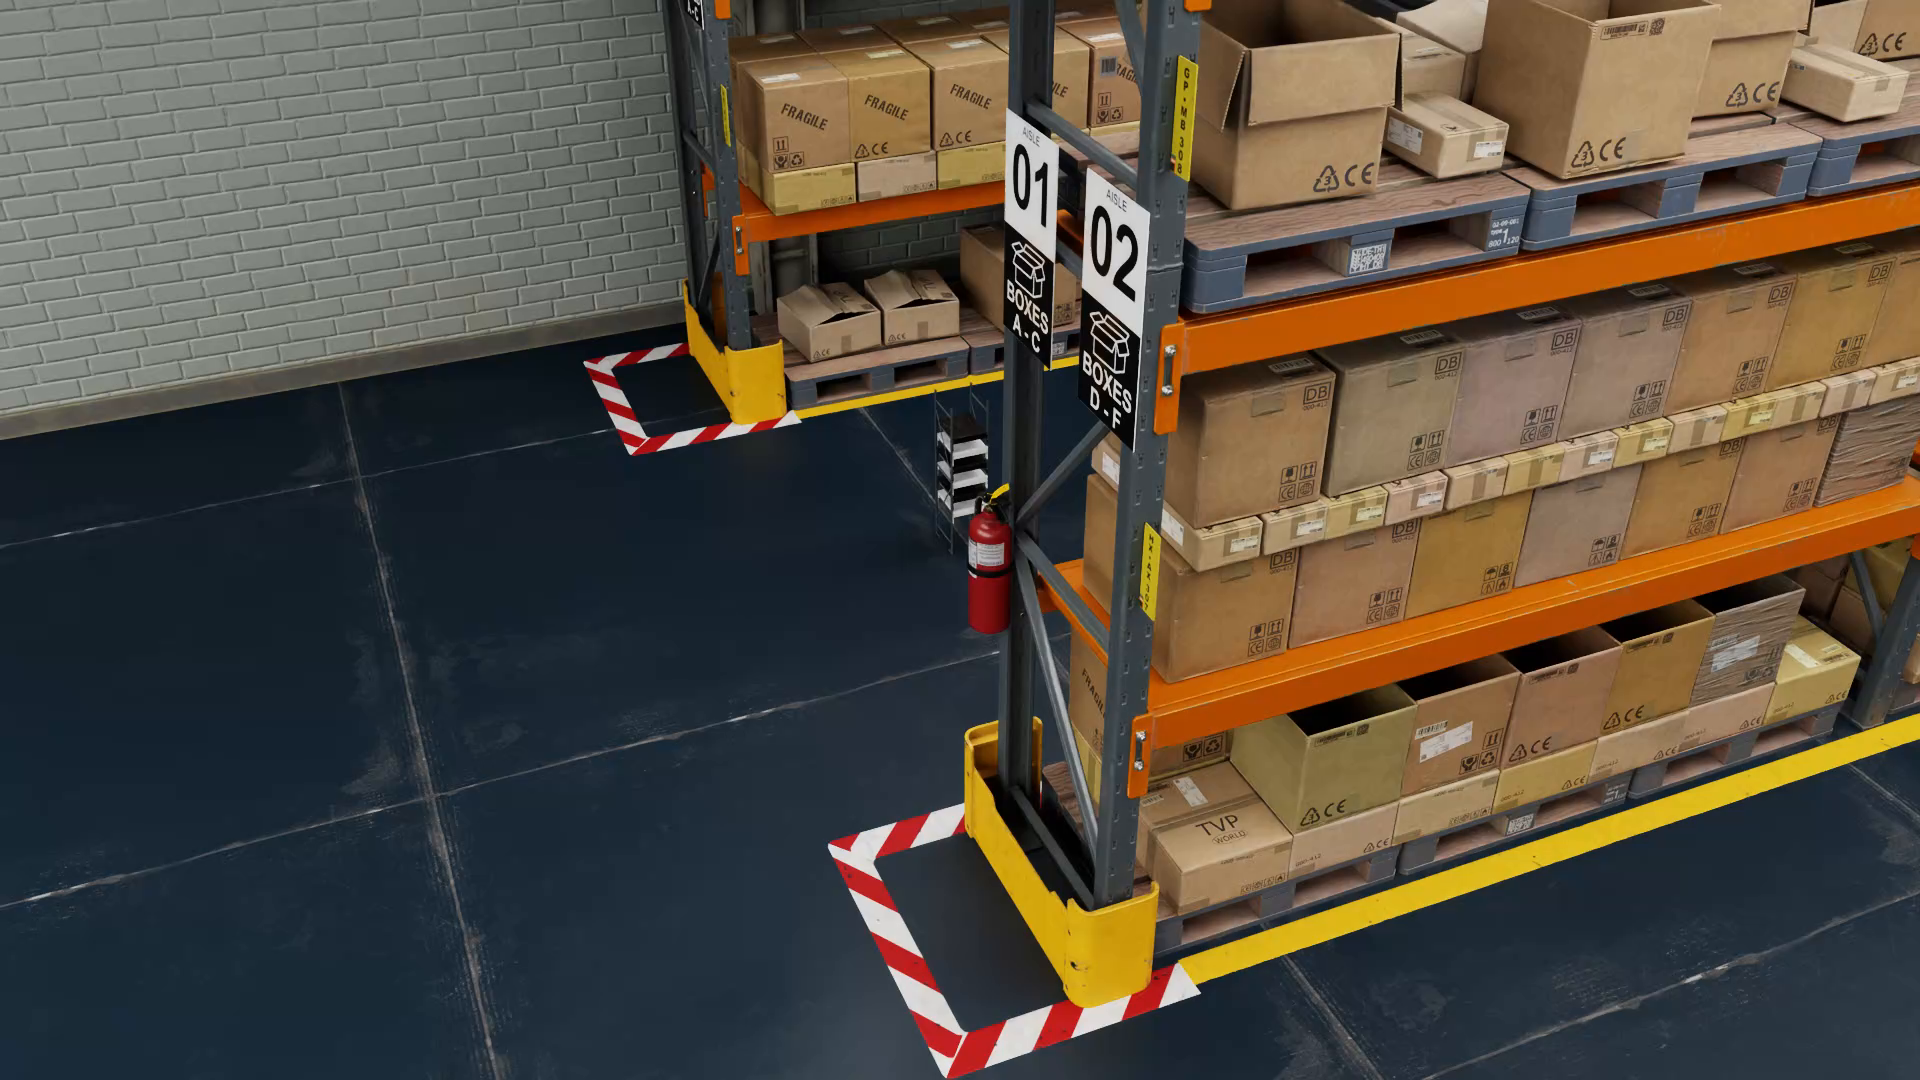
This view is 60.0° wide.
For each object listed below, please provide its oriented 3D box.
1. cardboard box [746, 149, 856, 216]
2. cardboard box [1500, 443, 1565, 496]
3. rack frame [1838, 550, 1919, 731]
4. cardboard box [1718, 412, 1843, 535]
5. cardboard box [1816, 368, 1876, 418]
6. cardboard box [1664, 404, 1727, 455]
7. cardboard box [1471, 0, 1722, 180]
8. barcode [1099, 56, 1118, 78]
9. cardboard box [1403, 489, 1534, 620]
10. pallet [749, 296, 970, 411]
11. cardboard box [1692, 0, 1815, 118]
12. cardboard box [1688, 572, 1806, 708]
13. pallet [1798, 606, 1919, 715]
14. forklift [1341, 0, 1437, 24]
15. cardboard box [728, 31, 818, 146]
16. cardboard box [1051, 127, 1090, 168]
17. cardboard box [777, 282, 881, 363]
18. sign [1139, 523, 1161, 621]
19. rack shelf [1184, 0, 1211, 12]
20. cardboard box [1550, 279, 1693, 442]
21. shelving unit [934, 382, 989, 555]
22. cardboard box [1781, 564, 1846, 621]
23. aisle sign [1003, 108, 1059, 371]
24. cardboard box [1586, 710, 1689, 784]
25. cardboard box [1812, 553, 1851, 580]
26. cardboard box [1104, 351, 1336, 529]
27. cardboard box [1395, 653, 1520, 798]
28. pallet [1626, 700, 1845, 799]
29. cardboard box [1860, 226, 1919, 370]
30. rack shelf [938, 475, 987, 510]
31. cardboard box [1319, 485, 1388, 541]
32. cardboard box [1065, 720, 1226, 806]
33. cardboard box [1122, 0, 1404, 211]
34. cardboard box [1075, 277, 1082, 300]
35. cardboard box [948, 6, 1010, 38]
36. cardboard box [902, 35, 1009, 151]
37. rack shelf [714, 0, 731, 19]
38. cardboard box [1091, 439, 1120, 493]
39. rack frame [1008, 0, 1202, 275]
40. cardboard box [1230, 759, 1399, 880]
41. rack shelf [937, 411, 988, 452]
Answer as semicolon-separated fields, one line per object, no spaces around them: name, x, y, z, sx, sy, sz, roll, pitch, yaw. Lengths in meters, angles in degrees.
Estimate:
cardboard box;-0.942;-2.159;9.855;0.500;0.250;0.500;-14;36;-20
cardboard box;2.038;-0.341;6.255;0.250;0.149;0.380;-13;35;-20
rack frame;4.094;-0.624;7.377;0.127;3.000;1.000;-13;35;-19
cardboard box;3.204;-0.455;7.025;0.500;0.500;0.700;-13;35;-19
cardboard box;3.457;-0.665;6.754;0.250;0.149;0.380;-14;36;-20
cardboard box;2.755;-0.506;6.508;0.250;0.149;0.380;-12;35;-18
cardboard box;2.043;-1.527;5.409;0.500;0.500;0.500;-13;35;-19
barcode;0.498;-1.587;5.574;0.075;0.075;0.001;-13;35;-19
cardboard box;1.784;-0.129;6.524;0.500;0.500;0.700;-13;35;-19
pallet;-0.682;-1.271;10.928;1.213;0.211;1.003;-13;35;-19
cardboard box;2.527;-1.875;5.941;0.637;0.503;0.797;-9;34;-14
cardboard box;3.286;0.345;7.335;0.500;0.500;0.500;-13;35;-19
pallet;4.759;0.369;8.407;1.213;0.211;1.003;-13;35;-19
forklift;2.797;-1.690;9.077;3.031;2.935;1.130;-10;34;-16
cardboard box;-1.163;-2.736;10.055;0.500;0.500;0.500;-13;35;-19
cardboard box;0.470;-2.486;10.357;0.500;0.250;0.500;-13;35;-19
cardboard box;-0.842;-1.428;10.675;0.500;0.311;0.500;-17;37;-24
sign;0.616;0.104;5.391;0.005;0.325;0.100;-13;35;-19
rack shelf;2.250;-2.247;5.397;4.000;0.370;1.077;-13;35;-19
cardboard box;2.299;-0.795;6.359;0.500;0.500;0.700;-13;35;-19
shelving unit;0.007;-0.379;8.925;0.210;0.900;0.258;-13;35;-19
cardboard box;4.364;0.119;8.371;0.500;0.250;0.500;-13;35;-19
aisle sign;0.232;-1.003;5.576;0.004;0.787;0.394;-13;35;-19
cardboard box;2.831;0.774;7.365;0.500;0.250;0.500;-13;35;-19
cardboard box;4.357;-0.113;8.213;0.500;0.311;0.500;-13;35;-19
cardboard box;0.890;-0.469;5.857;0.500;0.500;0.700;-13;35;-19
cardboard box;1.903;0.662;6.848;0.500;0.500;0.500;-13;35;-19
pallet;3.345;0.691;7.912;1.213;0.211;1.003;-13;35;-19
cardboard box;3.688;-1.113;6.847;0.500;0.500;0.700;-13;35;-19
rack shelf;0.007;-0.276;8.992;0.200;0.077;0.258;-13;35;-19
cardboard box;1.324;-0.177;6.004;0.250;0.149;0.380;-13;35;-19
cardboard box;0.786;0.935;7.117;0.500;0.250;0.500;-13;35;-19
cardboard box;0.938;-1.434;5.263;0.637;0.503;0.797;-10;34;-16
cardboard box;0.691;-1.776;11.358;0.250;0.149;0.380;-16;36;-23
cardboard box;0.245;-3.055;10.545;0.500;0.500;0.500;-12;35;-18
cardboard box;-0.020;-2.685;9.975;0.500;0.500;0.500;-14;36;-20
rack shelf;0.329;-3.648;9.933;4.000;0.370;1.077;-13;35;-19
cardboard box;0.685;-0.270;6.146;0.250;0.149;0.380;-13;35;-20
rack frame;0.406;-2.294;4.443;0.127;3.000;1.000;-13;35;-19
cardboard box;1.446;1.088;6.882;0.500;0.250;0.500;-13;35;-19
rack shelf;0.008;-0.577;8.796;0.200;0.077;0.258;-13;35;-19
